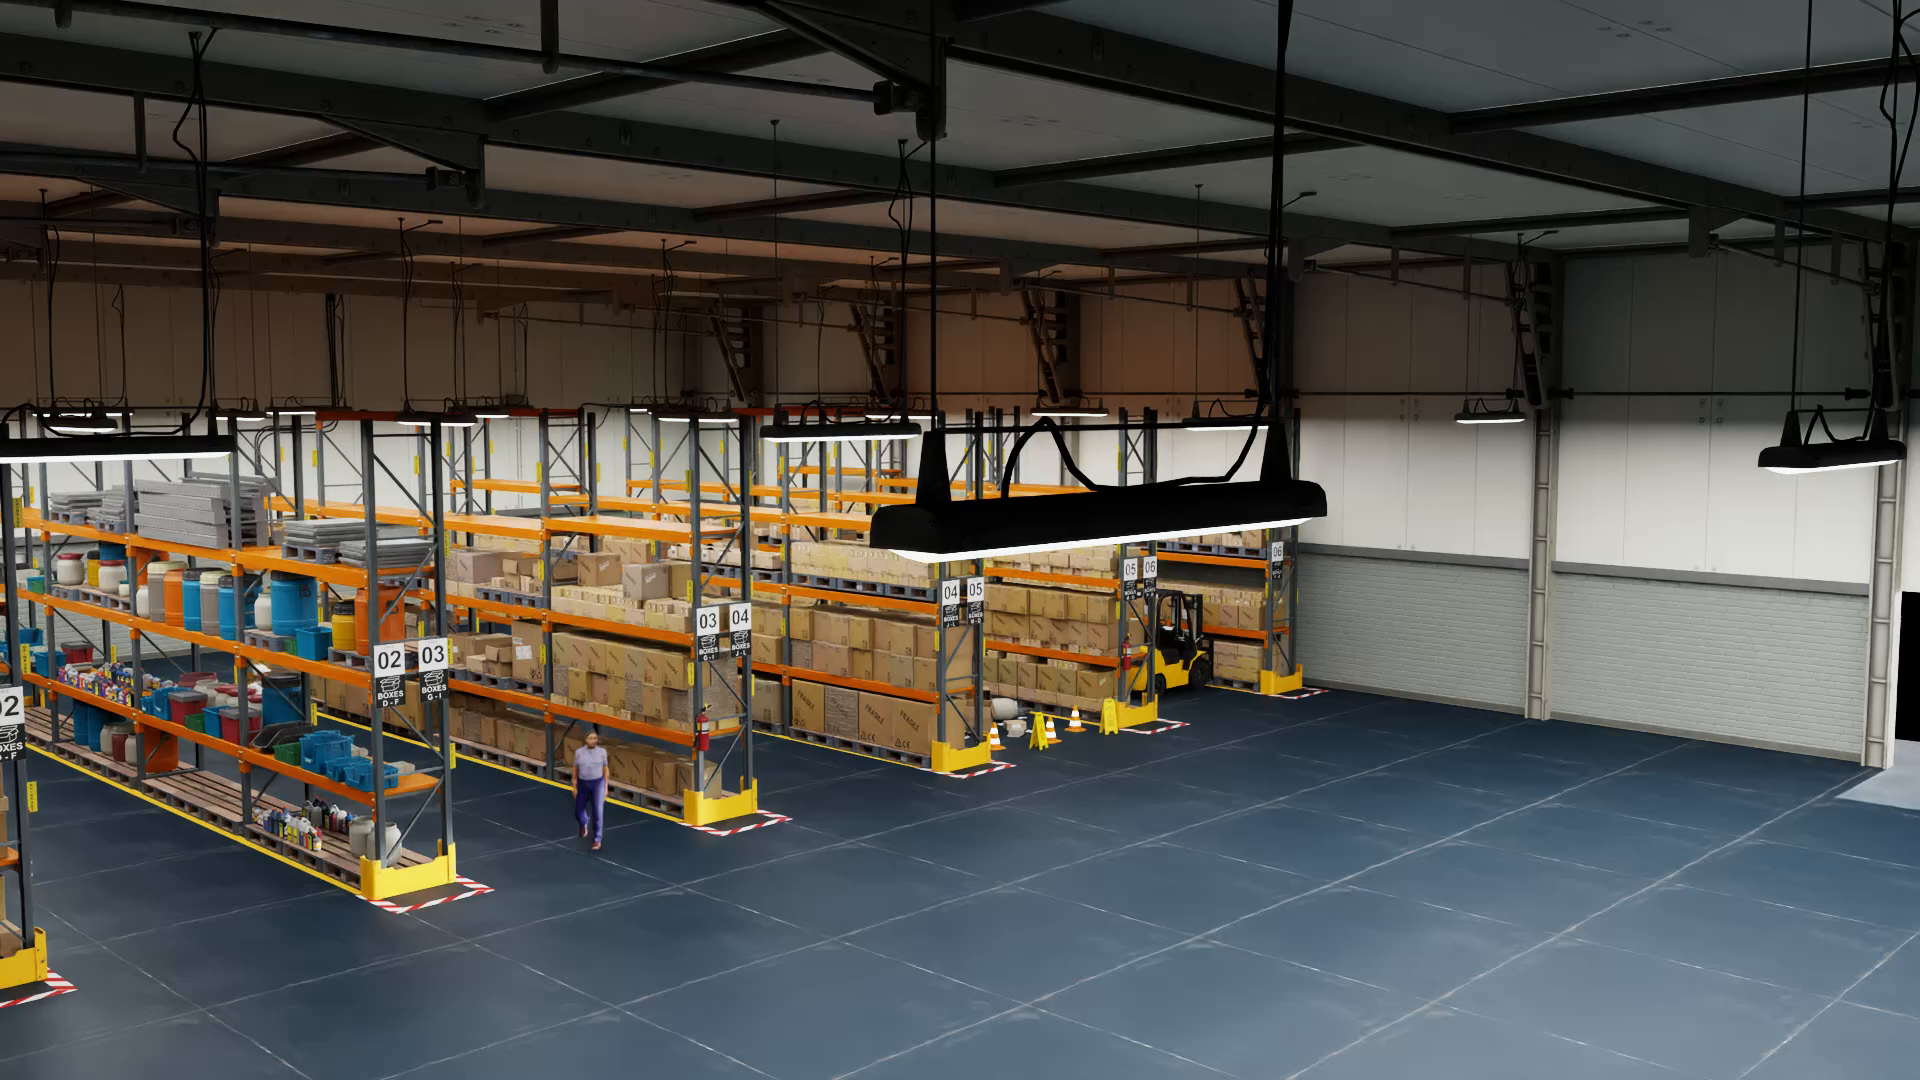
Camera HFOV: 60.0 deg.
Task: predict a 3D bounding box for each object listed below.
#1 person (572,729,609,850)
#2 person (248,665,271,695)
[{"bbox_3d":[-5.163,3.456,23.247,0.494,1.607,0.800,-1,5,-8],"label":"person"},{"bbox_3d":[-11.791,2.962,28.155,1.079,1.715,0.633,4,6,35],"label":"person"}]
